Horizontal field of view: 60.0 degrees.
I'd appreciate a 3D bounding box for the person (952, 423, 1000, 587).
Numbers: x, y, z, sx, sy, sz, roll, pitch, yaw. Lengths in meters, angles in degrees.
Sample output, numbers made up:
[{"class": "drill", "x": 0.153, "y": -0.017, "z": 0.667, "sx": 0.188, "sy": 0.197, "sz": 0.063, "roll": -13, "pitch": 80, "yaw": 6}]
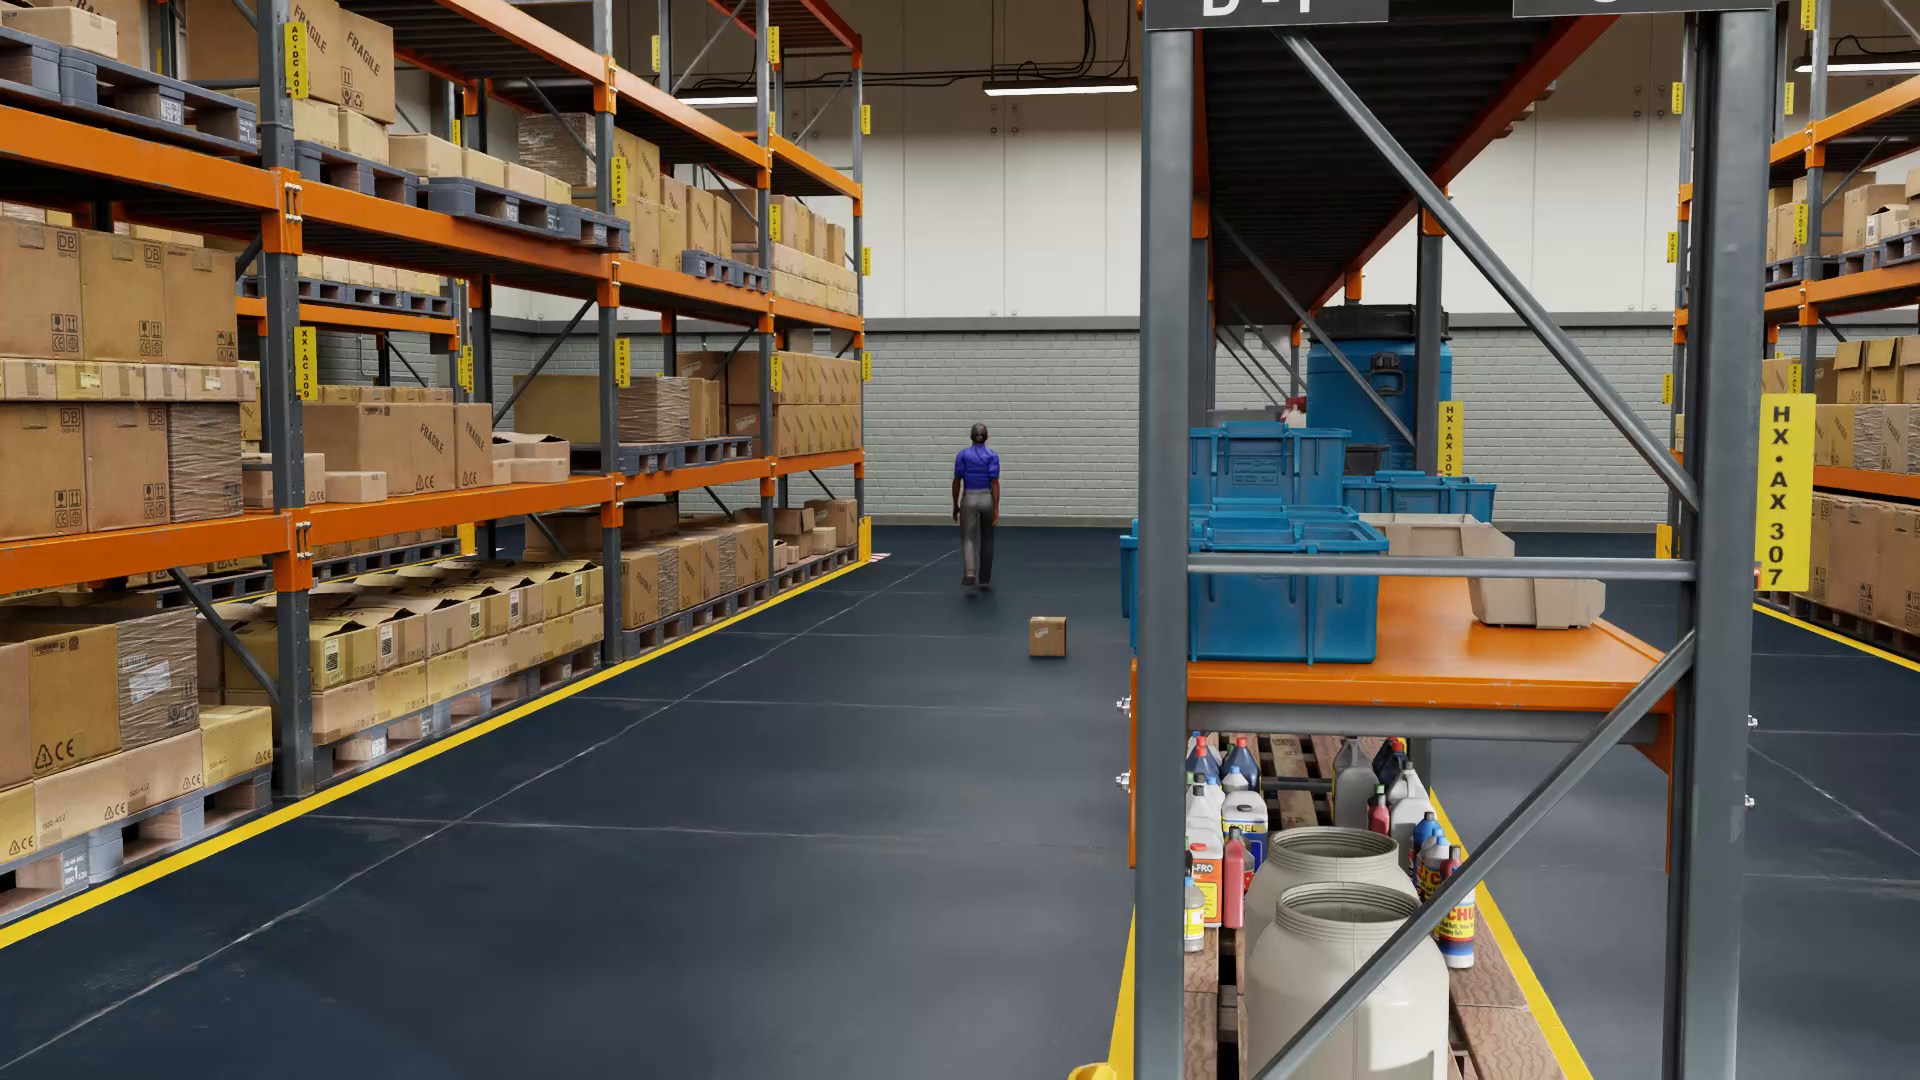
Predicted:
[{"class": "person", "x": 0.156, "y": -0.327, "z": 16.023, "sx": 0.456, "sy": 1.604, "sz": 0.978, "roll": 0, "pitch": 5, "yaw": -2}]
